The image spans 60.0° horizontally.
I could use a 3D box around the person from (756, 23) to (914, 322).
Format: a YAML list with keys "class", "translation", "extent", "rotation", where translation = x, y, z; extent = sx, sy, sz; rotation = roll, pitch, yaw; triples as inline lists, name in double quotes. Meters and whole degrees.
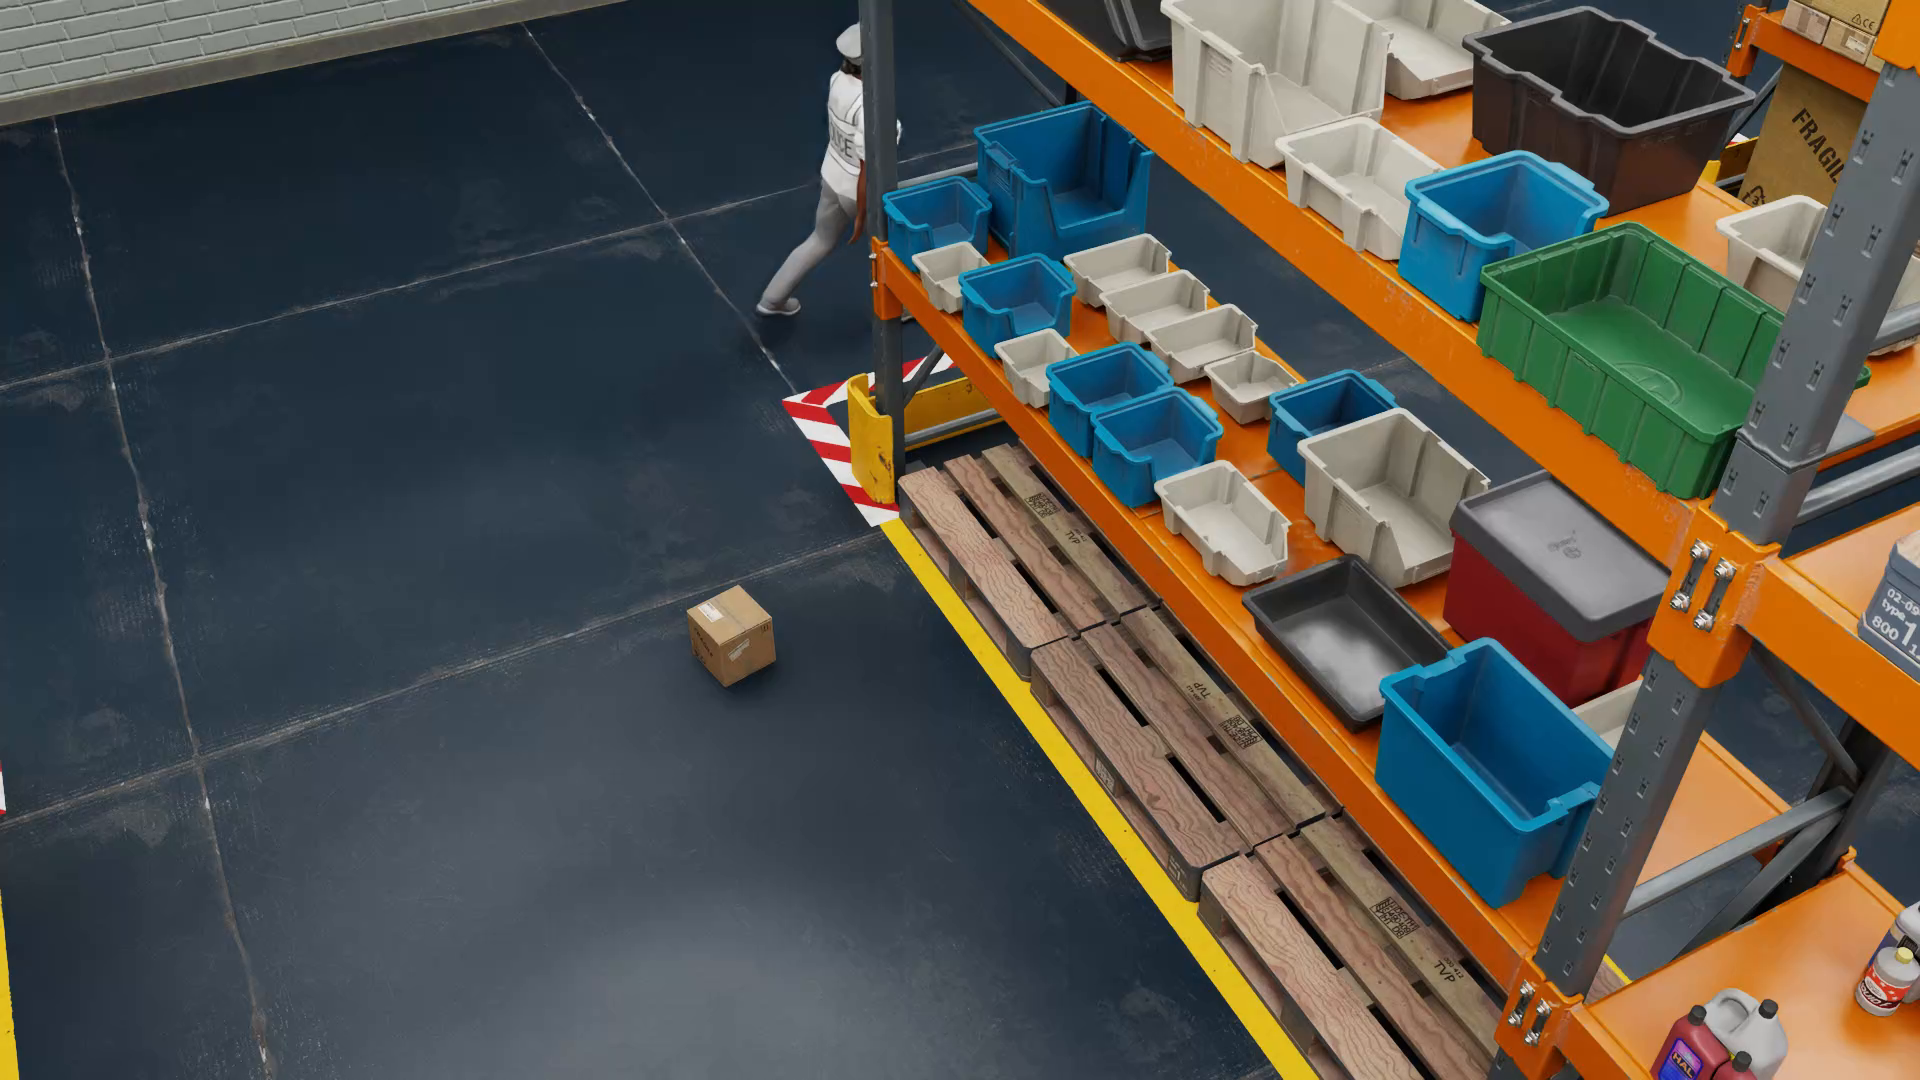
- class: "person"
  translation: [-0.550, -1.731, 8.117]
  extent: [0.925, 1.641, 0.537]
  rotation: [-19, 45, -20]
